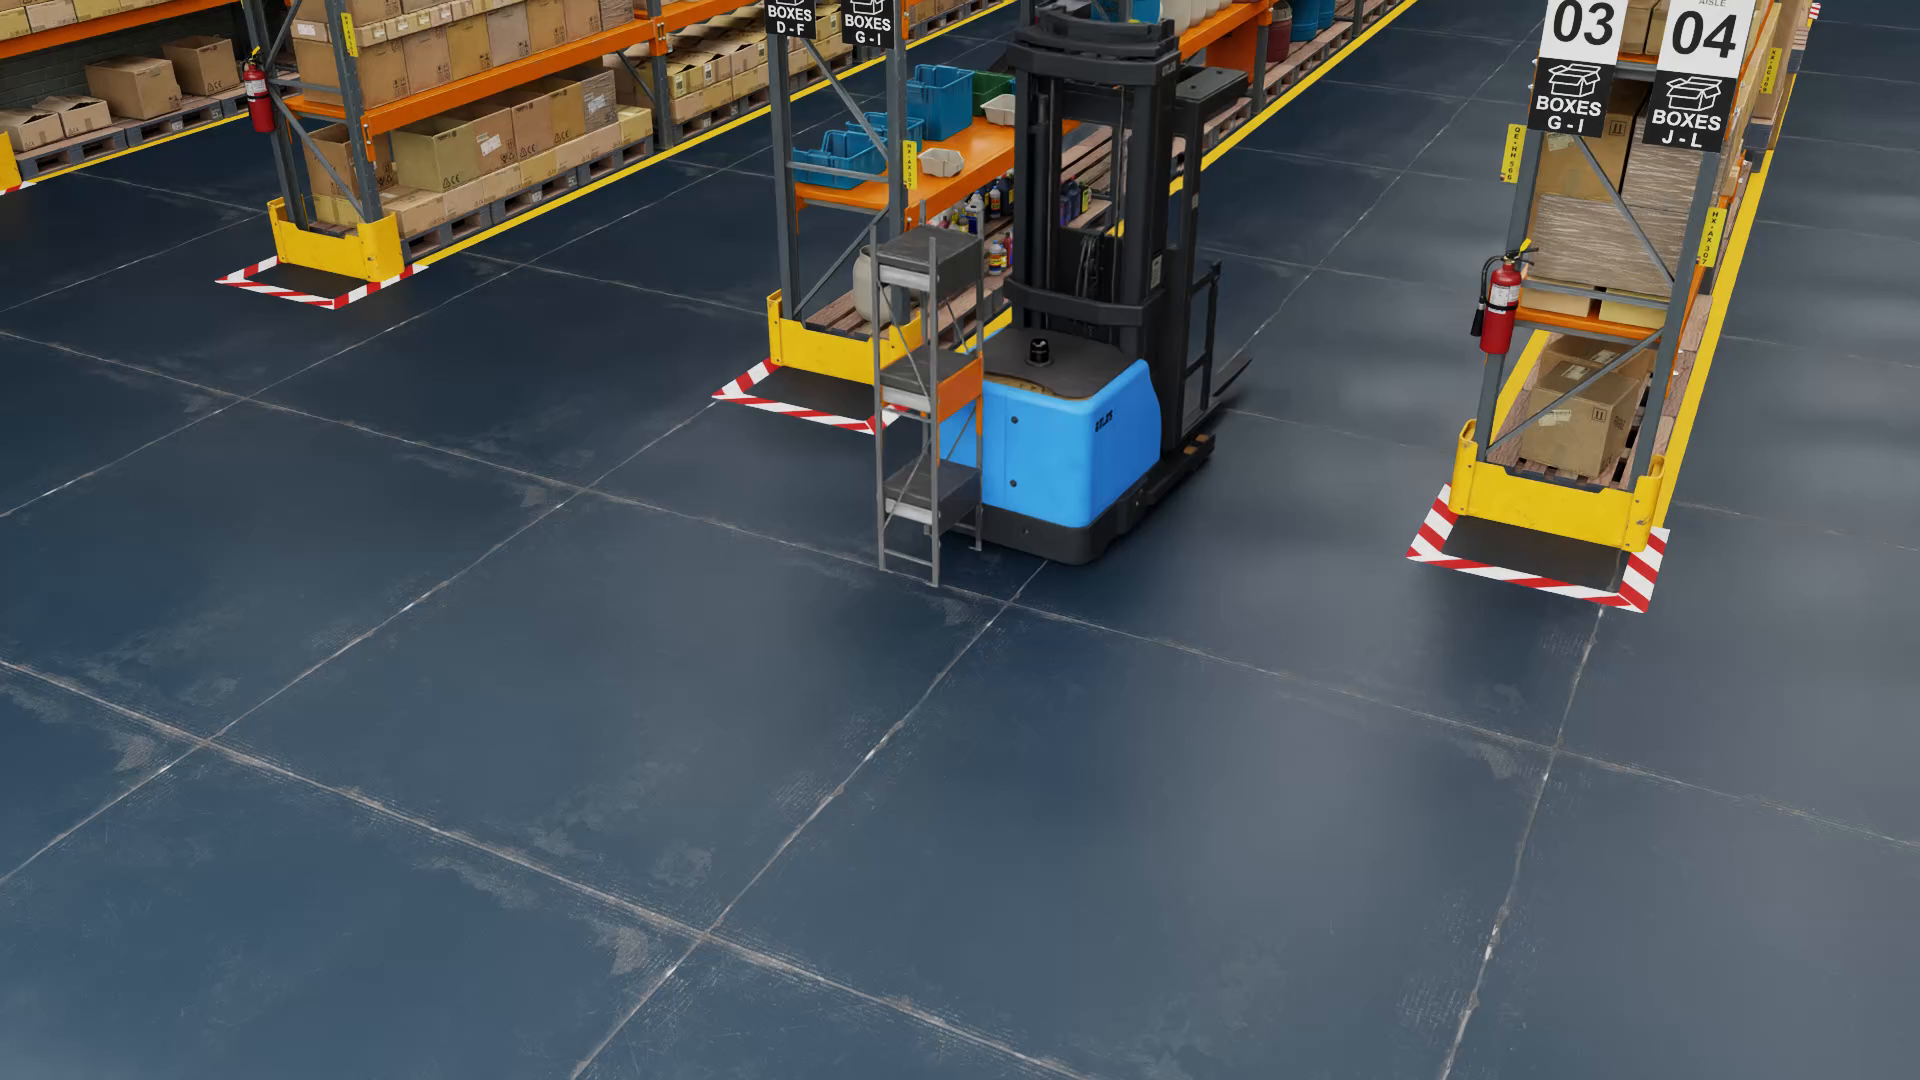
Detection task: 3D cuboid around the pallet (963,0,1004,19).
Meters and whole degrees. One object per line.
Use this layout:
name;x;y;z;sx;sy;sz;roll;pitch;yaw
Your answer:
pallet;-0.100;-7.380;22.680;1.003;0.211;1.213;14;33;23

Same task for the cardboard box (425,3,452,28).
cardboard box;-4.510;-4.428;13.987;0.380;0.149;0.250;14;33;23

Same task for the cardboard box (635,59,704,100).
cardboard box;-2.998;-4.772;17.114;0.500;0.311;0.500;14;33;23

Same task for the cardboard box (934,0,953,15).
cardboard box;-0.424;-7.116;21.489;0.500;0.500;0.500;13;32;22

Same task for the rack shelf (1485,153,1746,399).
rack shelf;4.498;-1.965;11.172;1.077;0.370;4.000;14;33;23

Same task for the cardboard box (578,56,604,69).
cardboard box;-3.898;-4.593;16.612;0.500;0.500;0.500;14;33;23

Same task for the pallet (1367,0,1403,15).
pallet;5.500;-7.502;22.892;1.003;0.211;1.213;14;33;23

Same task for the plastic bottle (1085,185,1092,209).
plastic bottle;1.112;-3.033;14.677;0.097;0.201;0.097;0;30;0

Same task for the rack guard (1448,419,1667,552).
rack guard;3.622;-0.340;10.130;1.175;0.500;0.348;14;33;23

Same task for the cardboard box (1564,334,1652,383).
cardboard box;4.430;-1.307;11.393;0.500;0.500;0.500;18;34;28

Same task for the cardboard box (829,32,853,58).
cardboard box;-1.608;-5.887;19.619;0.500;0.250;0.500;15;33;24

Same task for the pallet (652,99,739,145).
pallet;-3.107;-4.538;17.732;1.003;0.211;1.213;14;33;23

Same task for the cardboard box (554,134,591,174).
cardboard box;-3.876;-3.702;15.815;0.500;0.250;0.500;14;33;23

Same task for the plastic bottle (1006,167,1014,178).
plastic bottle;0.465;-3.253;14.990;0.097;0.271;0.097;0;30;0

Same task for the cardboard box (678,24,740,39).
cardboard box;-2.785;-5.564;18.494;0.500;0.311;0.500;14;33;23

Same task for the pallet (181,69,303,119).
pallet;-8.094;-5.019;18.569;1.003;0.211;1.213;14;33;23

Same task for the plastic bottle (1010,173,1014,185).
plastic bottle;0.437;-3.084;14.685;0.061;0.283;0.133;14;33;23

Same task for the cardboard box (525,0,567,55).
cardboard box;-4.071;-4.801;15.288;0.700;0.500;0.500;15;33;24

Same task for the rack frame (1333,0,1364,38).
rack frame;4.645;-7.833;20.669;1.000;3.000;0.127;14;33;23

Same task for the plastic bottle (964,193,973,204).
plastic bottle;0.065;-2.889;14.344;0.061;0.283;0.133;16;33;25

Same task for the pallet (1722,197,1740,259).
pallet;6.317;-2.842;14.778;1.003;0.211;1.213;14;33;23

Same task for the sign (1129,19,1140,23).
sign;1.485;-4.277;14.199;0.100;0.325;0.005;14;33;23

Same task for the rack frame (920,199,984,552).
rack frame;-0.045;-0.892;9.486;0.400;2.100;0.015;17;34;27

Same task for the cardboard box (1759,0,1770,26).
cardboard box;4.495;-3.229;9.790;0.500;0.250;0.500;14;33;23

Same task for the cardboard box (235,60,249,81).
cardboard box;-8.036;-5.252;18.578;0.380;0.166;0.250;10;31;17

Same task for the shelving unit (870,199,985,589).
shelving unit;-0.171;-0.788;9.305;0.431;2.100;0.503;17;34;27

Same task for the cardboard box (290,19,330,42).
cardboard box;-5.225;-4.176;13.549;0.380;0.149;0.250;14;33;22

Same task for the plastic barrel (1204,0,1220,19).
plastic barrel;2.352;-5.417;16.350;0.421;0.512;0.421;0;30;0

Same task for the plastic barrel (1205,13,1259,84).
plastic barrel;3.030;-5.522;18.401;0.600;0.830;0.708;14;33;23

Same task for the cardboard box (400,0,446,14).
cardboard box;-4.747;-4.707;13.821;0.700;0.500;0.500;13;32;22

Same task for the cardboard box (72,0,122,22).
cardboard box;-8.675;-5.307;16.400;0.500;0.250;0.500;14;33;23

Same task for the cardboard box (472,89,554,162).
cardboard box;-4.102;-3.805;15.242;0.500;0.500;0.500;14;33;23

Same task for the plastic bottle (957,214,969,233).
plastic bottle;0.026;-2.638;13.990;0.097;0.201;0.097;0;30;0

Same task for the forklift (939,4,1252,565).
forklift;1.027;-1.825;10.275;1.130;2.935;3.031;16;34;26

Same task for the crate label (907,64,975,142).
crate label;-0.224;-3.406;12.924;0.502;0.435;0.616;14;33;23

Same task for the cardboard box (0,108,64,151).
cardboard box;-9.246;-4.072;16.378;0.500;0.311;0.500;11;32;18

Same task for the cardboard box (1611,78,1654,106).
cardboard box;3.840;-2.519;10.011;0.500;0.500;0.500;14;33;23

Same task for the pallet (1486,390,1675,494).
pallet;4.023;-0.567;10.815;1.003;0.211;1.213;14;33;23

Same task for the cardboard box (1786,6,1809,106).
cardboard box;8.374;-5.286;17.945;1.225;0.875;0.875;13;32;22

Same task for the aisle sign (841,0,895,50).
aisle sign;-0.594;-3.543;10.587;0.394;0.787;0.004;14;33;23

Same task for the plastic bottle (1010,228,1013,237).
plastic bottle;0.437;-2.406;13.516;0.097;0.271;0.097;0;30;0

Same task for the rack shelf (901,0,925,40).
rack shelf;0.089;-4.389;12.382;1.077;0.370;4.000;14;33;23

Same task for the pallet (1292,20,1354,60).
pallet;4.256;-6.291;20.784;1.003;0.211;1.213;14;33;23

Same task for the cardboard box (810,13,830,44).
cardboard box;-1.836;-5.898;19.076;0.500;0.311;0.500;14;33;23

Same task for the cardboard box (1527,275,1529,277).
cardboard box;3.716;-1.687;10.219;0.380;0.149;0.250;14;33;23

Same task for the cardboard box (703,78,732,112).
cardboard box;-2.769;-4.751;17.641;0.500;0.250;0.500;15;33;24

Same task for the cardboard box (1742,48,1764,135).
cardboard box;4.763;-2.843;10.576;0.500;0.500;0.500;14;33;23

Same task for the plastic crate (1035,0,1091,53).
plastic crate;0.948;-4.599;14.972;0.402;0.464;0.583;14;33;23

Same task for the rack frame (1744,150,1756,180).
rack frame;7.232;-4.936;15.625;1.000;3.000;0.127;14;33;23

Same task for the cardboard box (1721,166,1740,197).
cardboard box;5.269;-2.550;11.722;0.380;0.149;0.250;14;33;23
